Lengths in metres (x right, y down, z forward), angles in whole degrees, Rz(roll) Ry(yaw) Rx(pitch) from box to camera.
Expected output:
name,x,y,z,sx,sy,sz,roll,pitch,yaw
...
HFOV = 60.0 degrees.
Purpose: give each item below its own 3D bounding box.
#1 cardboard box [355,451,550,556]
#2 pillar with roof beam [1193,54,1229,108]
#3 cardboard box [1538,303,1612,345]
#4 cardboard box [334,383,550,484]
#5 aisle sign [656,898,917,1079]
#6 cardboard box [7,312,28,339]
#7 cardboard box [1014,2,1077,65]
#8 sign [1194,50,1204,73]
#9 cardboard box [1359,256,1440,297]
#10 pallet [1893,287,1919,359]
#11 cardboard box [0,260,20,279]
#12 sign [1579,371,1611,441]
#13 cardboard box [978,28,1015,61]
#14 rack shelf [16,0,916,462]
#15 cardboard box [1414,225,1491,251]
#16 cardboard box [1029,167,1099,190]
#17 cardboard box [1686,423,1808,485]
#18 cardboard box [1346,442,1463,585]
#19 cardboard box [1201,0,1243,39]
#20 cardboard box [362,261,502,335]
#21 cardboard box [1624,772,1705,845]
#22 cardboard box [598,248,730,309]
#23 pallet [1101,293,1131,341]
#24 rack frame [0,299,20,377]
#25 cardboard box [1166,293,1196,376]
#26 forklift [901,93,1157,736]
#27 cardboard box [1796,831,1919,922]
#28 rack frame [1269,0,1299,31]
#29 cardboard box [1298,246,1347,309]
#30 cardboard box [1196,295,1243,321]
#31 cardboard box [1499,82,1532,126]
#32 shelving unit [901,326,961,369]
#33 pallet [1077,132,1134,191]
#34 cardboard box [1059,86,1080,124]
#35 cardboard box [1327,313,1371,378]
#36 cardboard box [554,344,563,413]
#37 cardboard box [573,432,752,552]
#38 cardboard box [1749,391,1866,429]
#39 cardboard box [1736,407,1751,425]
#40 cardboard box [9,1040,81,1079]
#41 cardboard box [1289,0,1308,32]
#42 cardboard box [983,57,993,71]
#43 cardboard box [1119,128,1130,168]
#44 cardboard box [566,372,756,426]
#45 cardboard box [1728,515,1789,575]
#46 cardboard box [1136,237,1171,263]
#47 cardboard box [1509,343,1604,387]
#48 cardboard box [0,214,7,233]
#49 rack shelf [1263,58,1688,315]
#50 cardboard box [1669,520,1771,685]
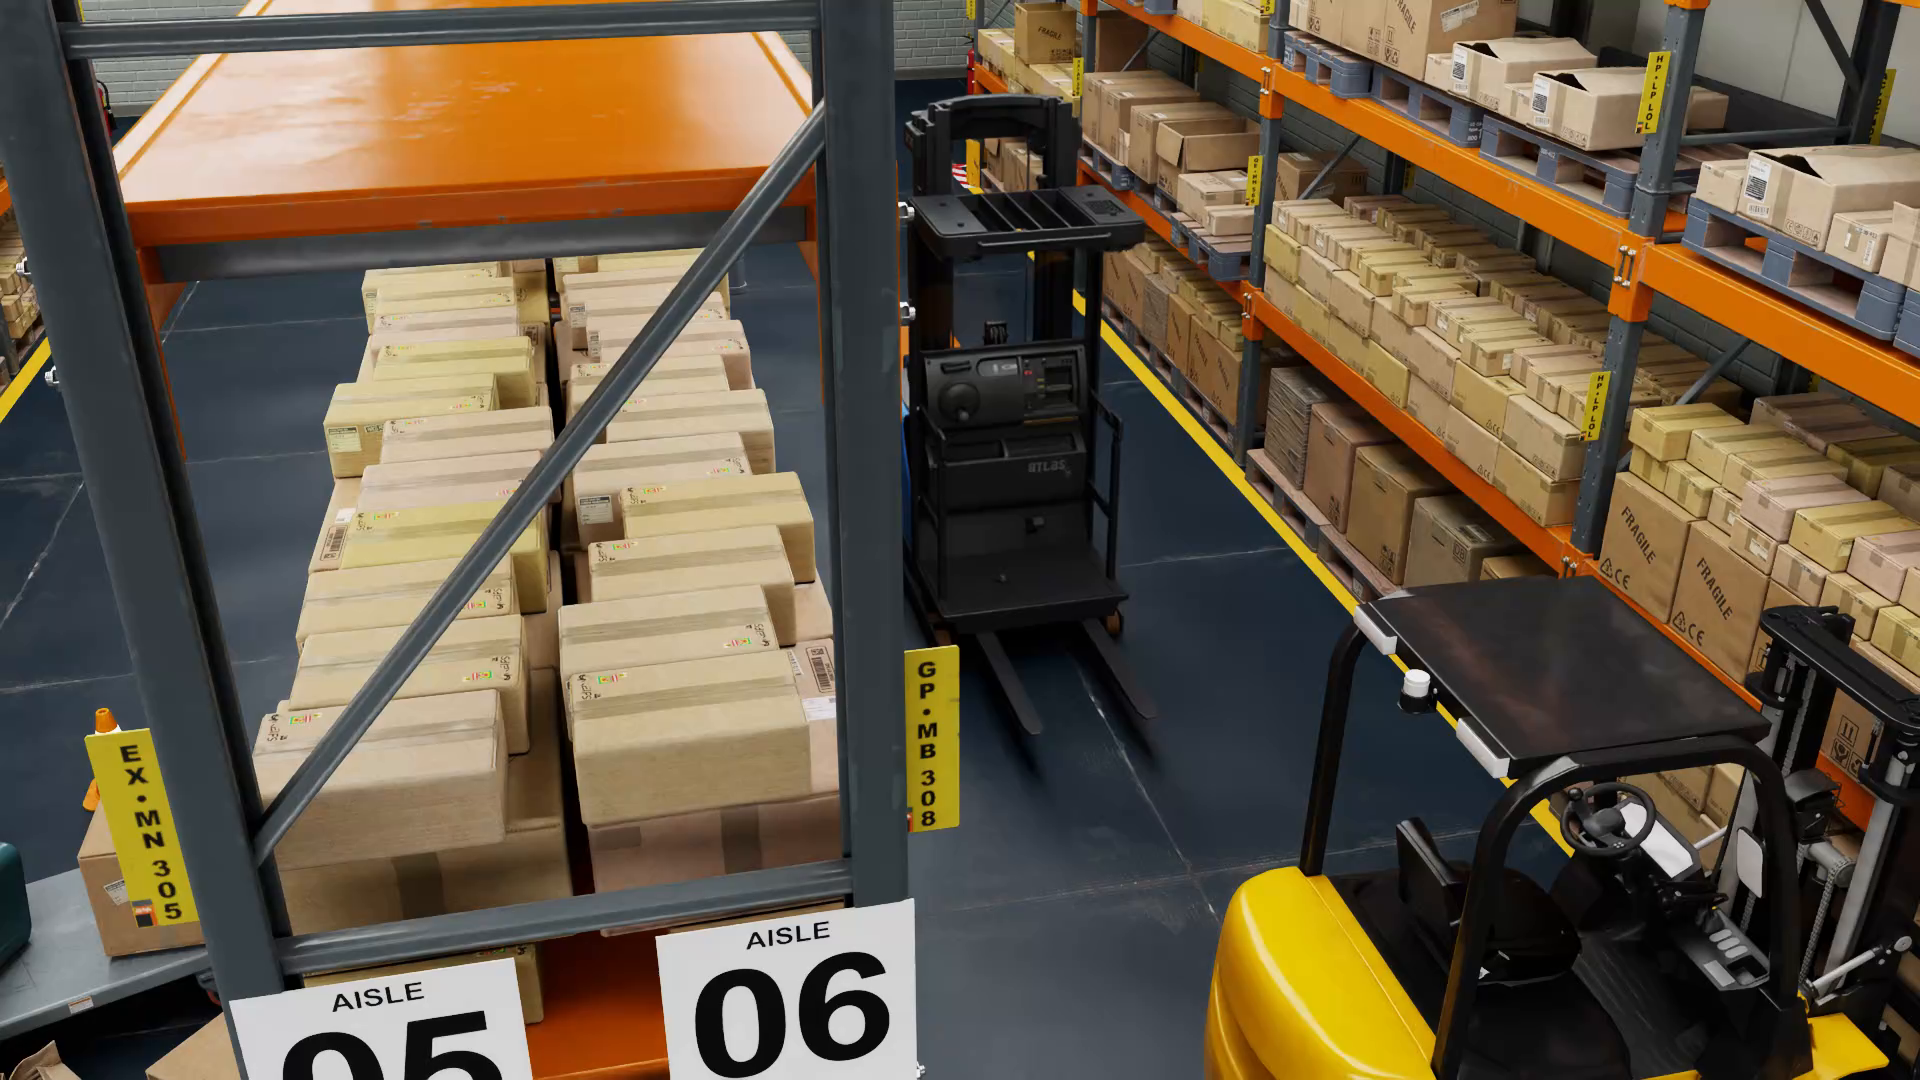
name,x,y,z,sx,sy,sz,roll,pitch,yaw
cardboard box,-1.094,-0.063,3.611,0.380,0.149,0.250,-6,27,-12
pillar with roof beam,-1.921,-6.322,13.288,9.100,9.000,0.400,-6,27,-12
cardboard box,3.311,-1.136,8.842,0.380,0.149,0.250,-6,27,-12
cardboard box,-1.307,-0.182,4.288,0.500,0.250,0.500,-6,27,-11
aisle sign,-0.263,0.925,2.702,0.394,0.787,0.004,-6,27,-12
cardboard box,-7.852,-1.738,13.562,0.380,0.149,0.250,-7,28,-14
cardboard box,0.829,-4.955,16.242,0.500,0.500,0.500,-5,27,-10
sign,2.092,-4.258,14.573,0.100,0.325,0.005,-6,27,-12
cardboard box,2.539,-1.526,9.614,0.380,0.149,0.250,-5,27,-11
pallet,3.844,-0.565,5.309,1.003,0.211,1.213,-6,27,-12
cardboard box,-8.068,-2.216,13.850,0.380,0.149,0.250,-6,27,-12
sign,2.828,-0.594,7.400,0.100,0.325,0.005,-6,27,-12
cardboard box,0.490,-5.279,17.716,0.500,0.250,0.500,-6,27,-11
rack shelf,-1.030,-1.143,3.830,1.077,0.370,4.000,-6,27,-12
cardboard box,3.014,-1.815,10.187,0.380,0.149,0.250,-6,28,-13
cardboard box,1.085,-3.398,16.461,0.700,0.500,0.500,-7,28,-14
cardboard box,3.302,-0.364,6.982,0.380,0.149,0.250,-6,27,-11
cardboard box,2.887,-0.198,9.983,0.875,0.625,0.625,-7,28,-14
cardboard box,1.987,-3.621,11.432,0.500,0.250,0.500,-6,27,-11
cardboard box,-1.556,-0.731,4.935,0.380,0.149,0.250,-6,27,-12
cardboard box,3.278,1.110,7.252,0.500,0.250,0.500,-6,27,-12
cardboard box,-0.905,-0.801,5.074,0.380,0.149,0.250,-5,27,-10
pallet,1.772,-2.085,14.647,1.003,0.211,1.213,-6,27,-12
rack frame,-8.083,-2.631,12.633,1.000,3.000,0.127,-6,27,-12
cardboard box,1.925,-1.613,12.925,0.500,0.500,0.500,-5,27,-9
forklift,0.315,-0.832,9.146,1.130,2.935,3.031,-6,27,-12
cardboard box,3.497,1.340,6.241,0.500,0.250,0.500,-7,28,-13
rack frame,2.453,-4.606,9.888,1.000,3.000,0.127,-6,27,-12
cardboard box,2.427,-1.644,10.290,0.500,0.250,0.500,-5,27,-10
cardboard box,1.987,-1.716,12.410,0.380,0.149,0.250,-7,28,-13
cardboard box,2.811,-2.082,7.920,0.380,0.149,0.250,-6,27,-12
shelving unit,-0.241,-0.917,11.319,0.538,1.125,1.048,-6,27,-12
pallet,1.626,-3.236,14.045,1.003,0.211,1.213,-6,27,-12
cardboard box,1.199,-3.948,15.079,0.500,0.250,0.500,-5,27,-10
cardboard box,2.547,-1.194,9.953,0.500,0.250,0.500,-7,28,-13
cardboard box,-1.481,-0.513,5.387,0.380,0.149,0.250,-6,27,-12
cardboard box,-0.662,-0.111,3.706,0.380,0.149,0.250,-6,27,-12
cardboard box,3.721,-0.529,7.308,0.380,0.149,0.250,-6,27,-11
cardboard box,3.490,-0.576,8.175,0.500,0.250,0.500,-6,27,-12
cardboard box,-3.388,2.130,6.235,0.396,0.266,0.258,19,32,32
cardboard box,2.236,-3.210,10.135,0.380,0.166,0.250,-6,27,-12
cardboard box,0.457,-5.155,17.913,0.380,0.149,0.250,-6,27,-12
cardboard box,1.491,-3.162,13.369,0.396,0.266,0.258,-5,27,-9
cardboard box,-0.774,-0.236,4.395,0.500,0.250,0.500,-5,27,-10
cardboard box,3.299,0.002,6.586,0.380,0.149,0.250,-5,27,-10
cardboard box,1.675,-2.402,13.769,0.380,0.149,0.250,-6,27,-12
cardboard box,2.982,-0.857,8.289,0.380,0.149,0.250,-6,27,-12
cardboard box,-8.896,-2.847,15.099,0.380,0.149,0.250,-5,27,-10
rack shelf,2.904,-2.067,8.986,1.077,0.370,4.000,-6,27,-12
cardboard box,3.334,0.232,6.850,0.500,0.500,0.500,-5,27,-11
